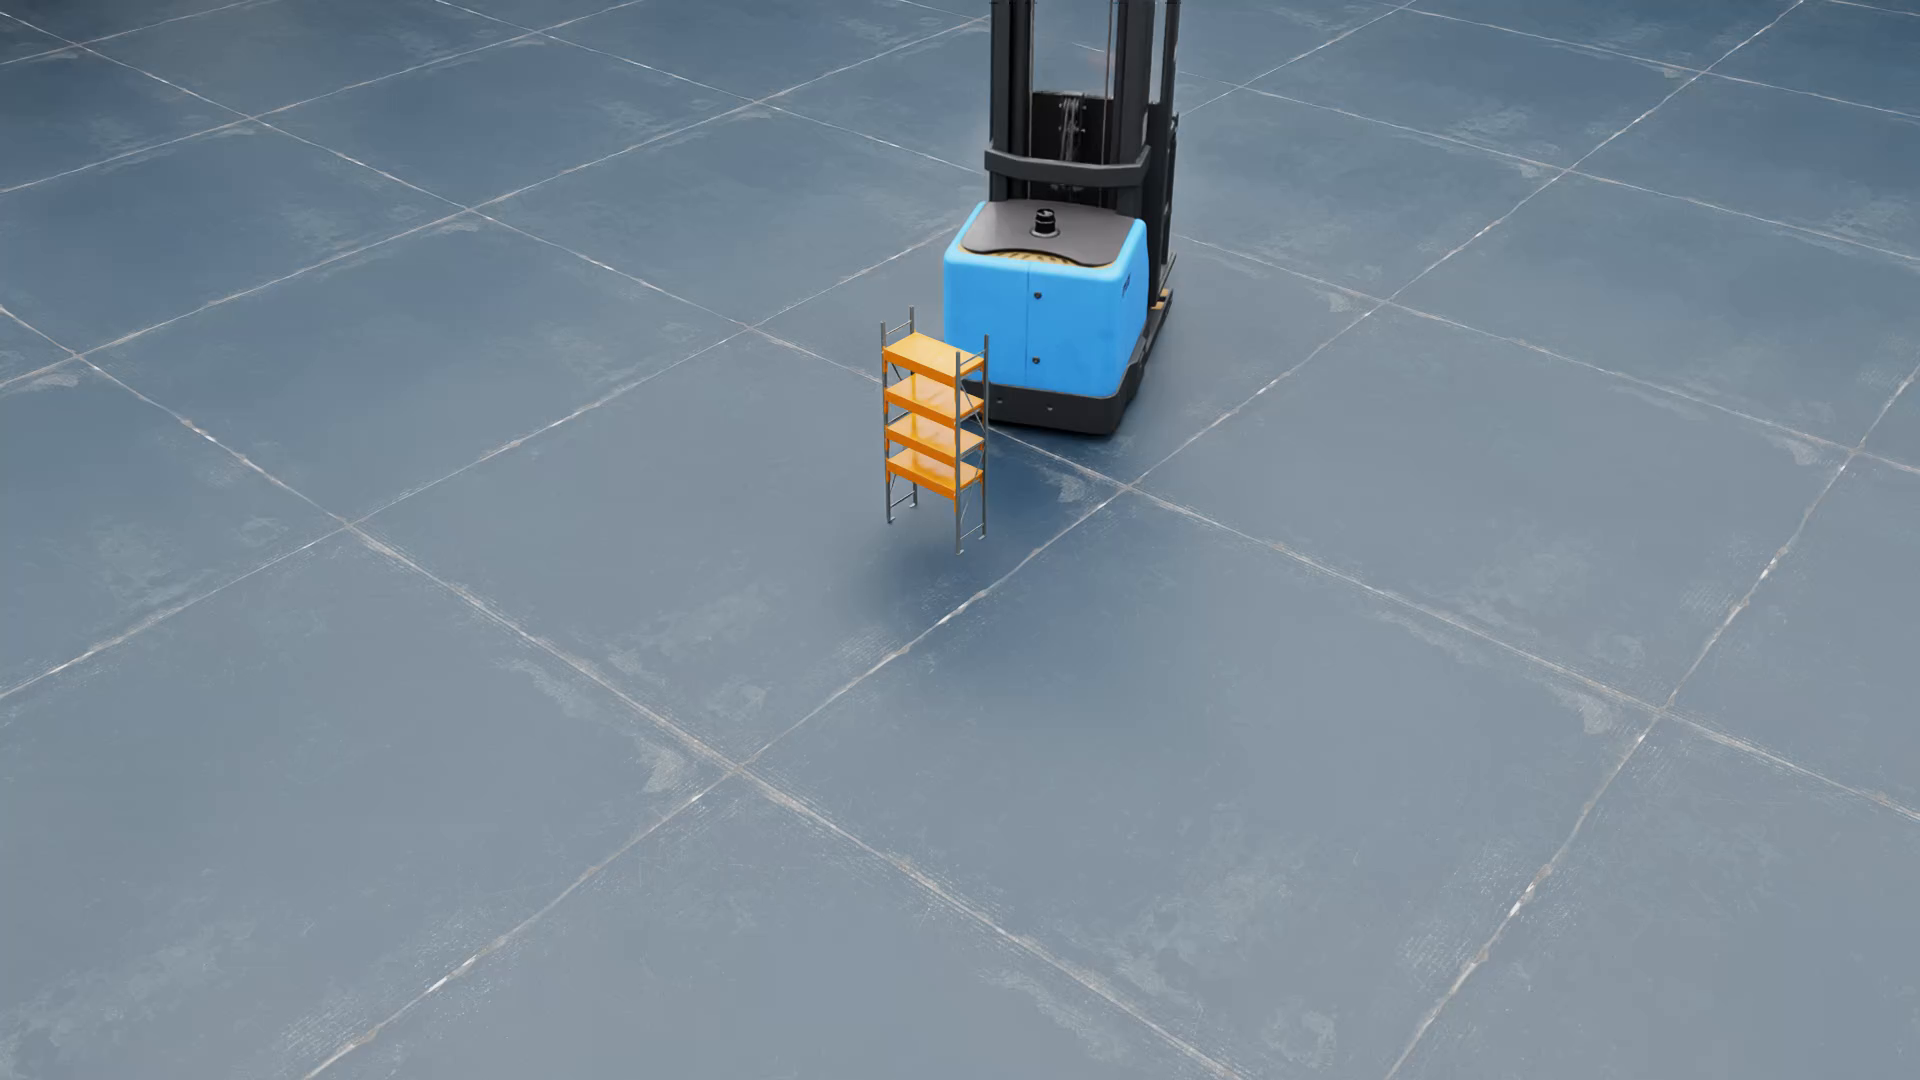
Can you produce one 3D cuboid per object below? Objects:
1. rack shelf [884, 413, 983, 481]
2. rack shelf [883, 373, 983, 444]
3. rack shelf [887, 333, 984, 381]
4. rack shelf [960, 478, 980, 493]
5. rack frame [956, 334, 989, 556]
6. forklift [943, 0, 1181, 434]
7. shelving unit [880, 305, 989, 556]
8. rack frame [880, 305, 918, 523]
[{"bbox_3d":[-0.127,-0.499,8.618,0.480,0.148,0.258,25,42,32],"label":"rack shelf"},{"bbox_3d":[-0.127,-0.683,8.491,0.480,0.148,0.258,25,42,32],"label":"rack shelf"},{"bbox_3d":[-0.127,-0.911,8.335,0.457,0.050,0.221,25,42,32],"label":"rack shelf"},{"bbox_3d":[-0.127,-0.359,8.714,0.442,0.029,0.199,25,42,32],"label":"rack shelf"},{"bbox_3d":[0.060,-0.466,8.451,0.015,1.200,0.240,25,42,32],"label":"rack frame"},{"bbox_3d":[0.783,-2.650,10.102,1.130,2.935,3.031,9,36,13],"label":"forklift"},{"bbox_3d":[-0.127,-0.555,8.580,0.503,1.200,0.258,25,42,32],"label":"shelving unit"},{"bbox_3d":[-0.315,-0.643,8.709,0.015,1.200,0.240,25,42,32],"label":"rack frame"}]
